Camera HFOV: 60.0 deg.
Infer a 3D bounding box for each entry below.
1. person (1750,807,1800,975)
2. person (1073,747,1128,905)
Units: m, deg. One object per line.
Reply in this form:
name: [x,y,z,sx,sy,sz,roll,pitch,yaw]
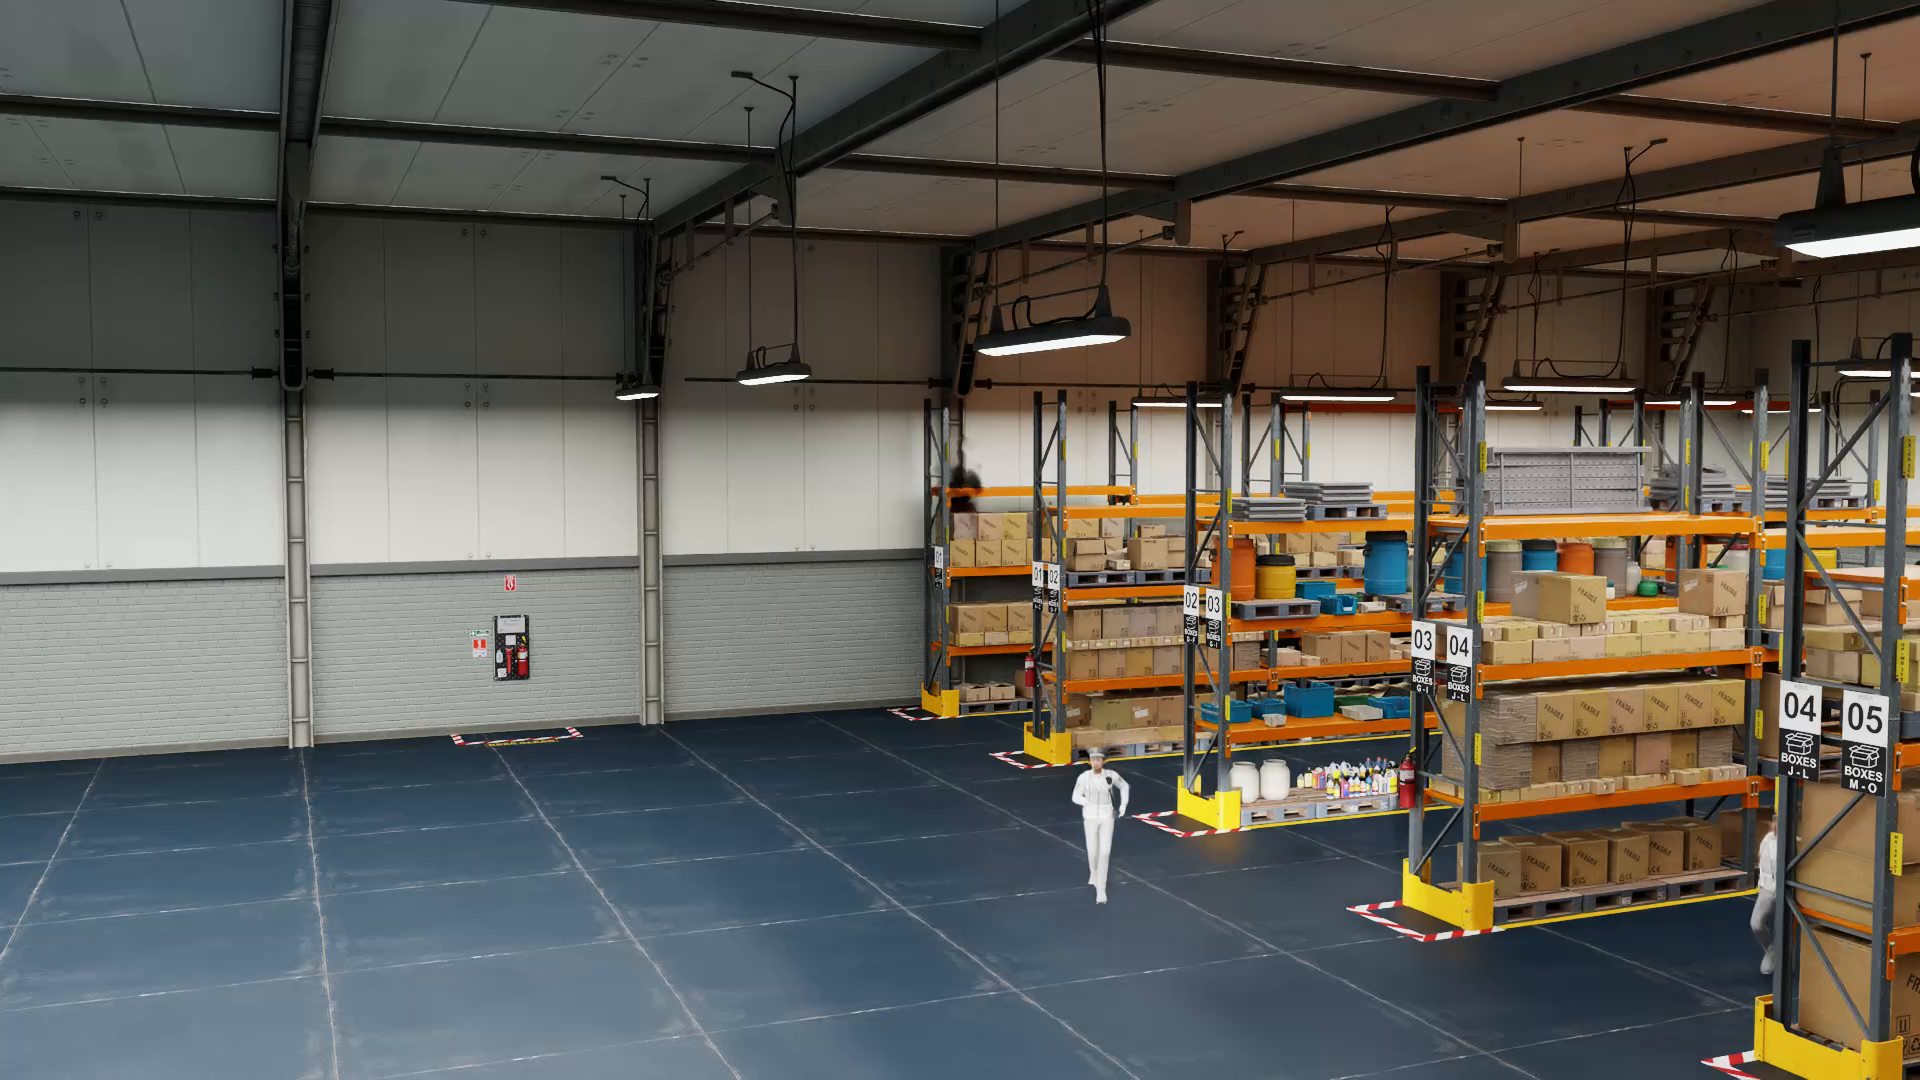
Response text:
person: [7.858,3.385,15.972,0.621,1.672,0.609,-2,4,-36]
person: [1.594,3.208,18.969,0.618,1.718,0.862,1,3,11]
